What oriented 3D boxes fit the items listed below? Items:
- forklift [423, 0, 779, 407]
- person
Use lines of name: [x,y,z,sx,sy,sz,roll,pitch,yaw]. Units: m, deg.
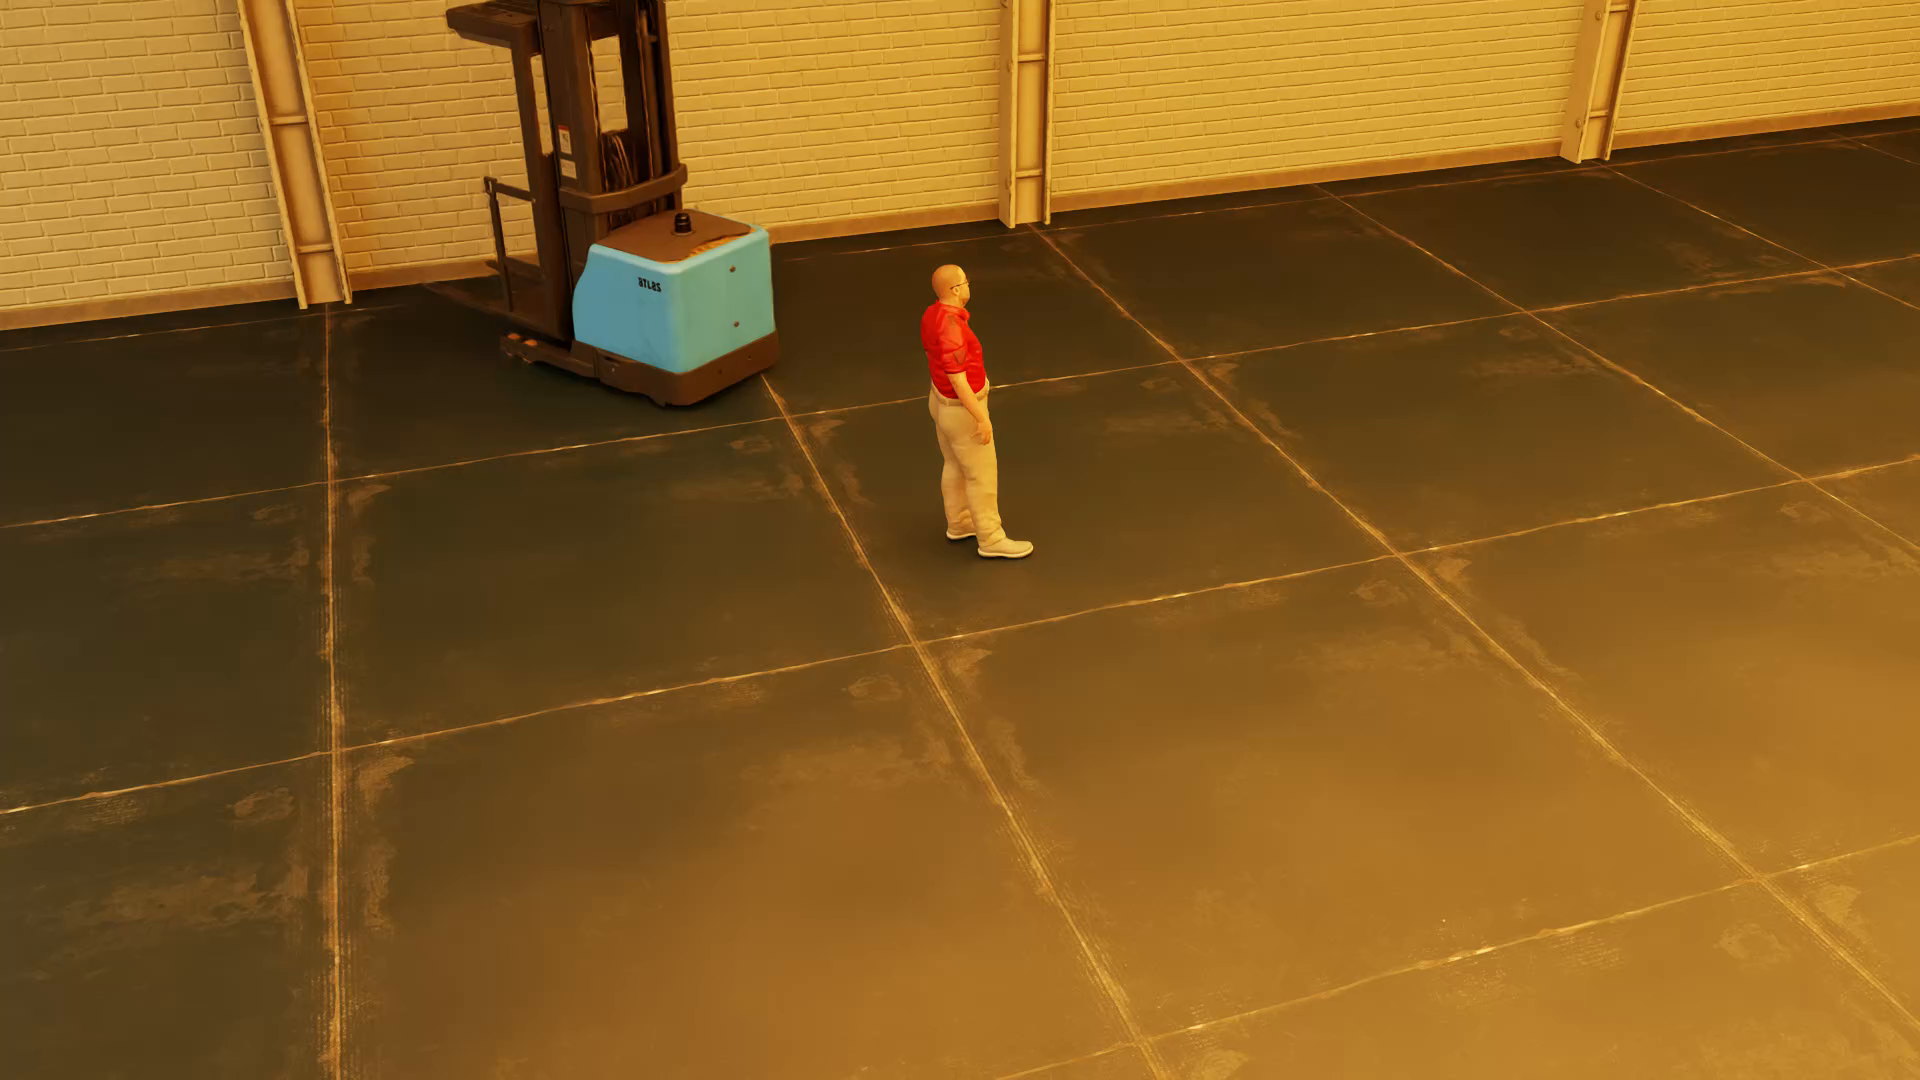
forklift: [-2.811,-2.772,11.906,3.031,2.935,1.130,20,36,31]
person: [0.089,-0.764,9.606,0.551,1.727,0.640,-10,31,-16]
